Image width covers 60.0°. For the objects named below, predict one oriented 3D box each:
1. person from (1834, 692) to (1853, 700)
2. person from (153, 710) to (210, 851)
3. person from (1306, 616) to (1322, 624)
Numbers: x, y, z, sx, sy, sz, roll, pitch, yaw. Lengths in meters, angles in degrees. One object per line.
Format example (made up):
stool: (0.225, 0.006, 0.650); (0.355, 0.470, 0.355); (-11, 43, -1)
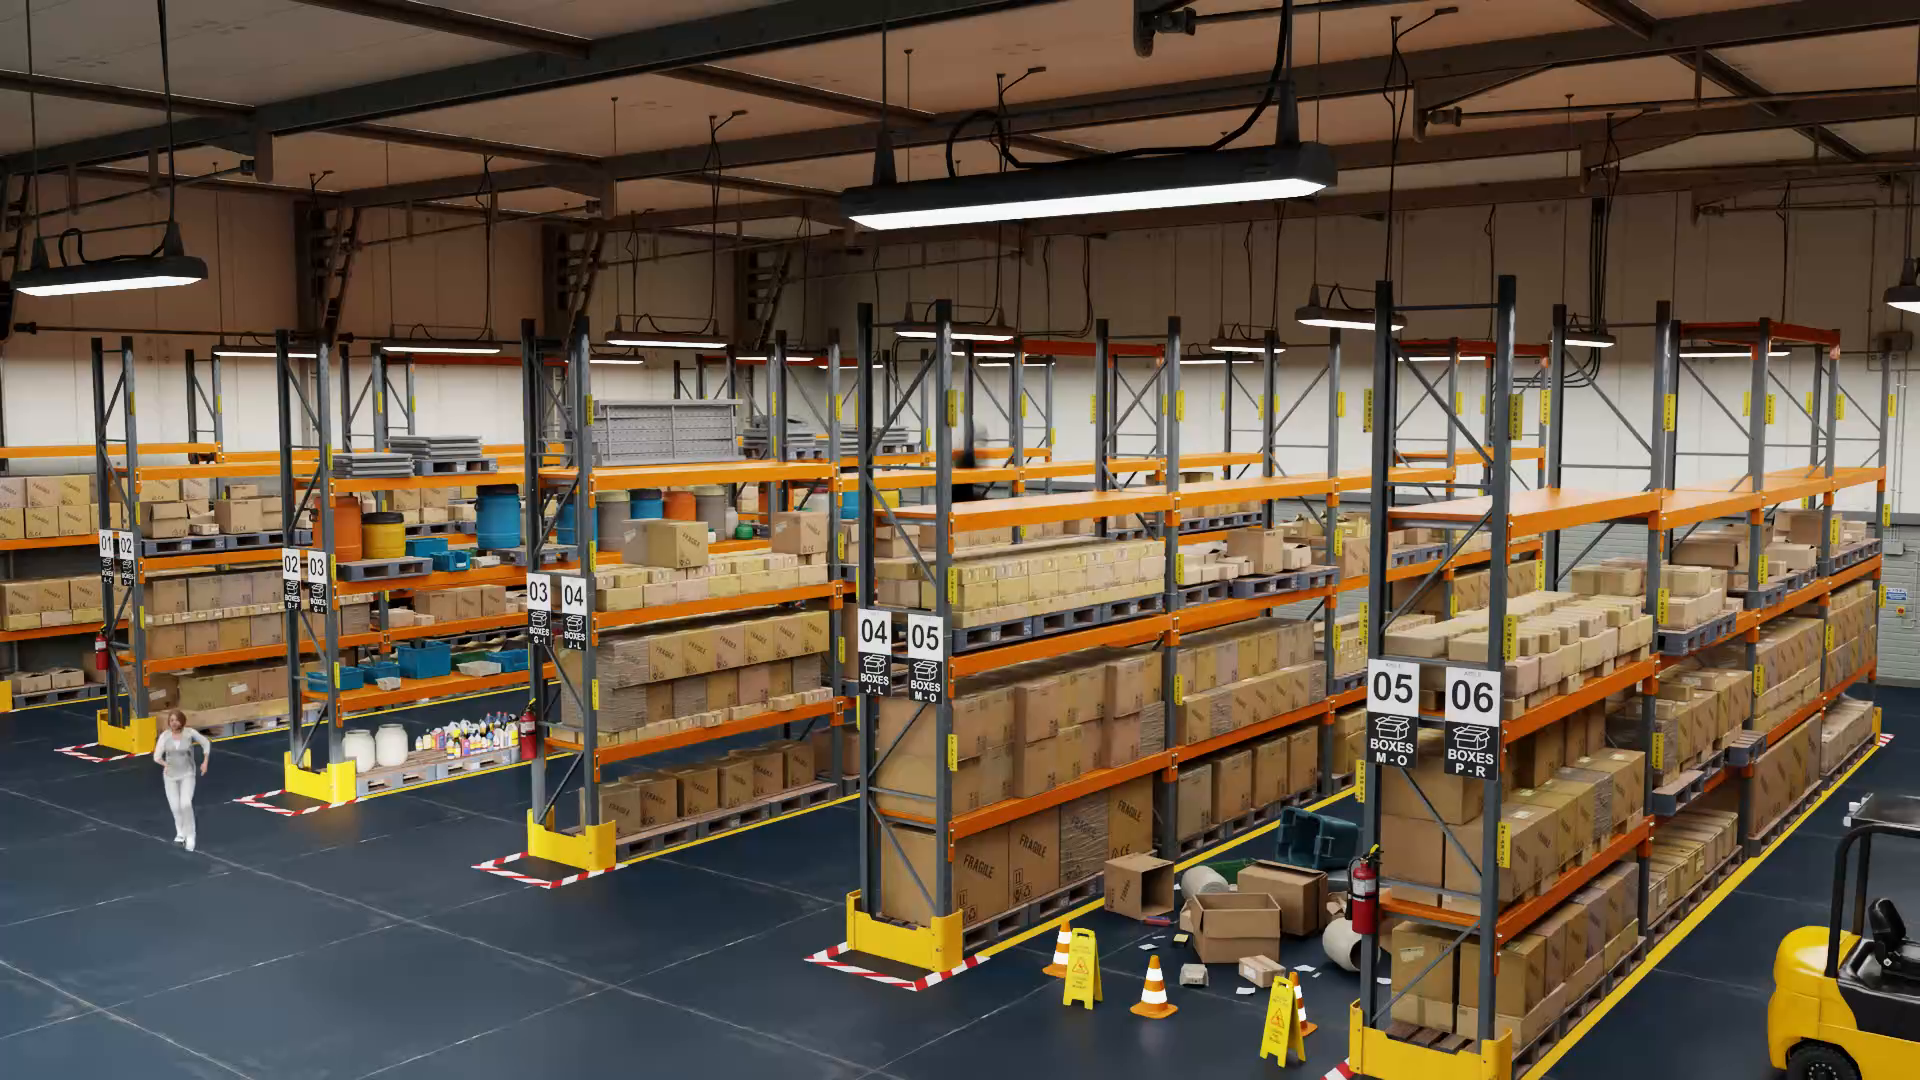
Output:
person: (13.673, 2.006, 26.313); (0.714, 1.730, 0.907); (-4, 6, -37)
person: (-8.859, 2.737, 18.920); (0.562, 1.637, 0.682); (-1, 5, -14)
person: (5.405, 2.056, 25.553); (0.669, 1.793, 0.977); (4, 6, 39)
